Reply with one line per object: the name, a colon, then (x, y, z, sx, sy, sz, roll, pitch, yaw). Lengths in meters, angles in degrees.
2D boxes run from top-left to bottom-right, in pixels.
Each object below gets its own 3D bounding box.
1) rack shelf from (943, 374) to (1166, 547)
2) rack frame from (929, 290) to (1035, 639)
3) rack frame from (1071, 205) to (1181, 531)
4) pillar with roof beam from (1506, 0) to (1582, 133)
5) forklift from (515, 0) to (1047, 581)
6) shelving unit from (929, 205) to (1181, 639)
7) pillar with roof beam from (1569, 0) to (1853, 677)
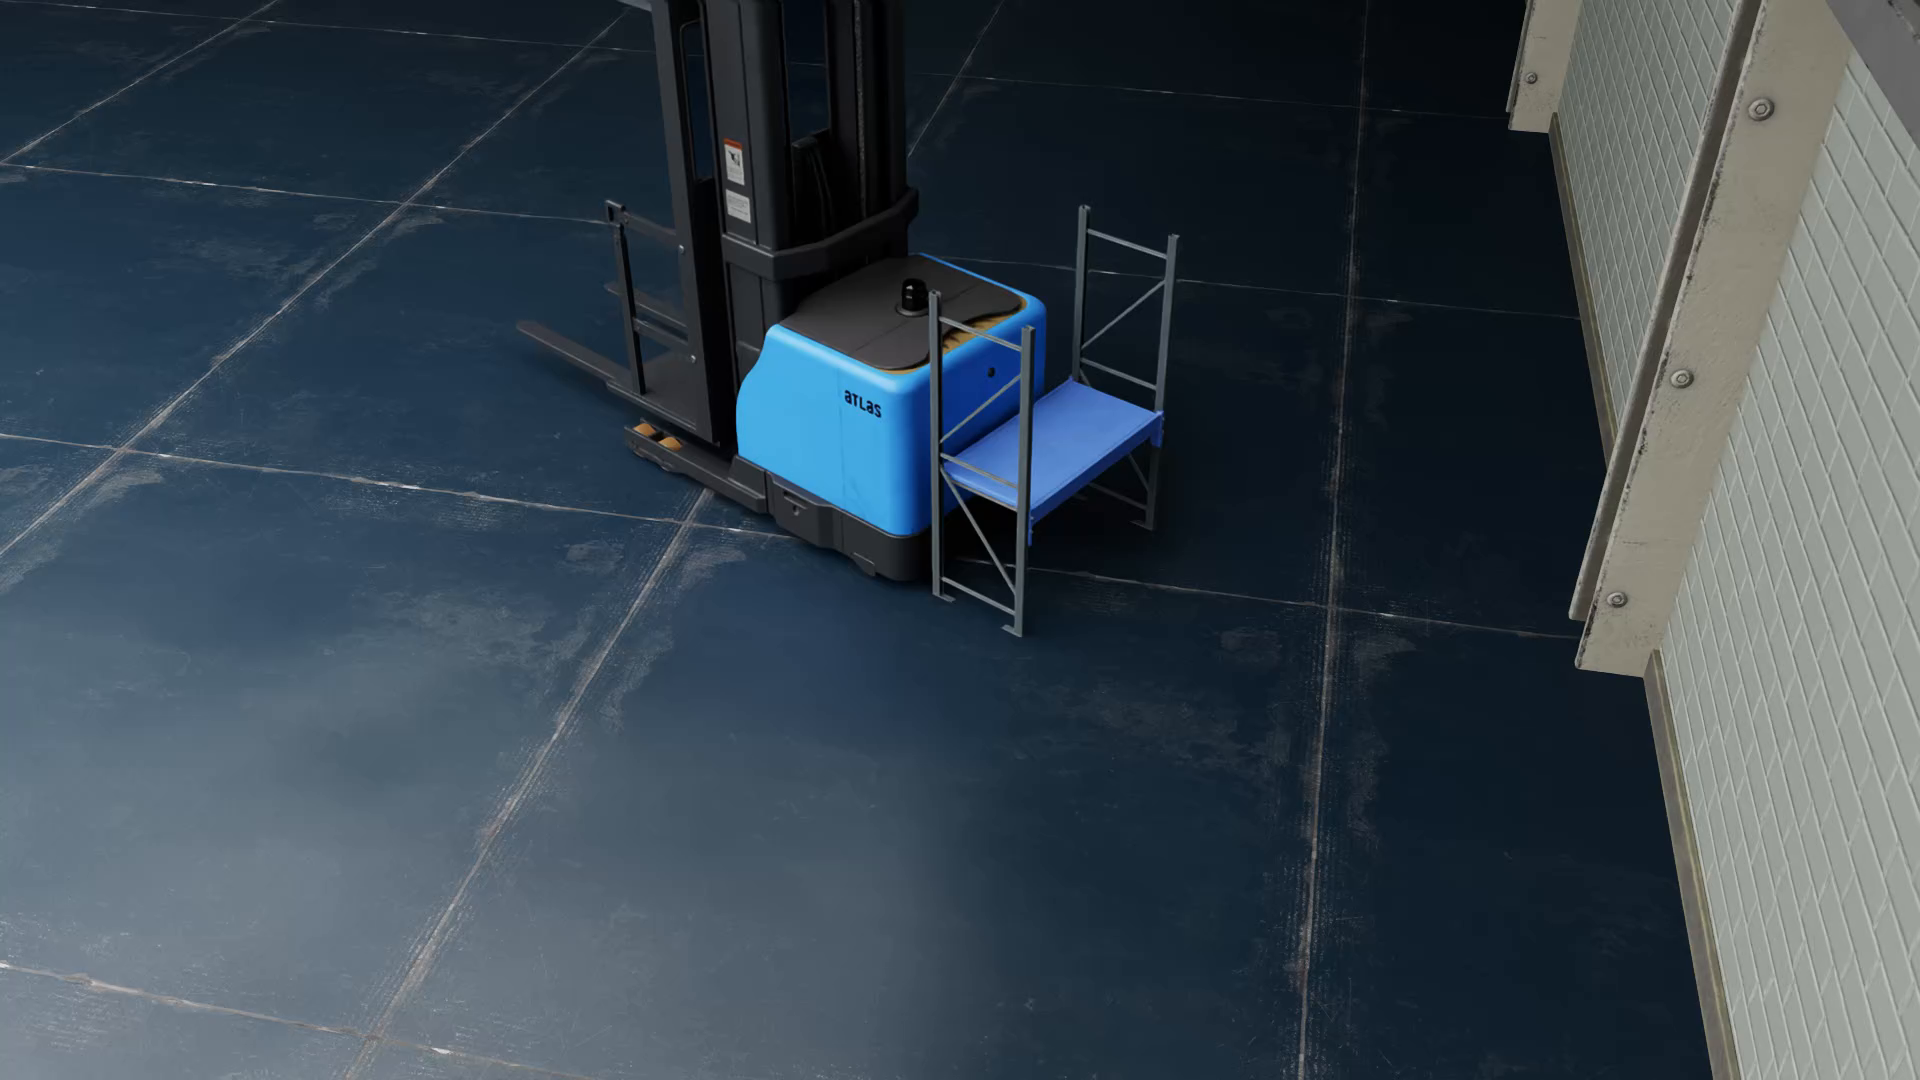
rack shelf: (0.400, -0.368, 7.286, 0.538, 0.185, 1.000, 25, 43, 30)
rack frame: (0.082, -0.281, 6.859, 0.500, 1.500, 0.032, 25, 43, 30)
rack frame: (0.718, -0.746, 7.501, 0.500, 1.500, 0.032, 25, 43, 30)
pillar with roof beam: (-0.137, -7.177, 9.985, 9.100, 9.000, 0.400, 7, 37, 10)
forklift: (-1.041, -1.734, 7.645, 3.031, 2.935, 1.130, 27, 44, 32)
shelving unit: (0.400, -0.513, 7.180, 0.538, 1.500, 1.048, 25, 43, 30)
pillar with roof beam: (-1.418, -3.737, 5.239, 9.100, 9.000, 0.400, 7, 37, 10)
